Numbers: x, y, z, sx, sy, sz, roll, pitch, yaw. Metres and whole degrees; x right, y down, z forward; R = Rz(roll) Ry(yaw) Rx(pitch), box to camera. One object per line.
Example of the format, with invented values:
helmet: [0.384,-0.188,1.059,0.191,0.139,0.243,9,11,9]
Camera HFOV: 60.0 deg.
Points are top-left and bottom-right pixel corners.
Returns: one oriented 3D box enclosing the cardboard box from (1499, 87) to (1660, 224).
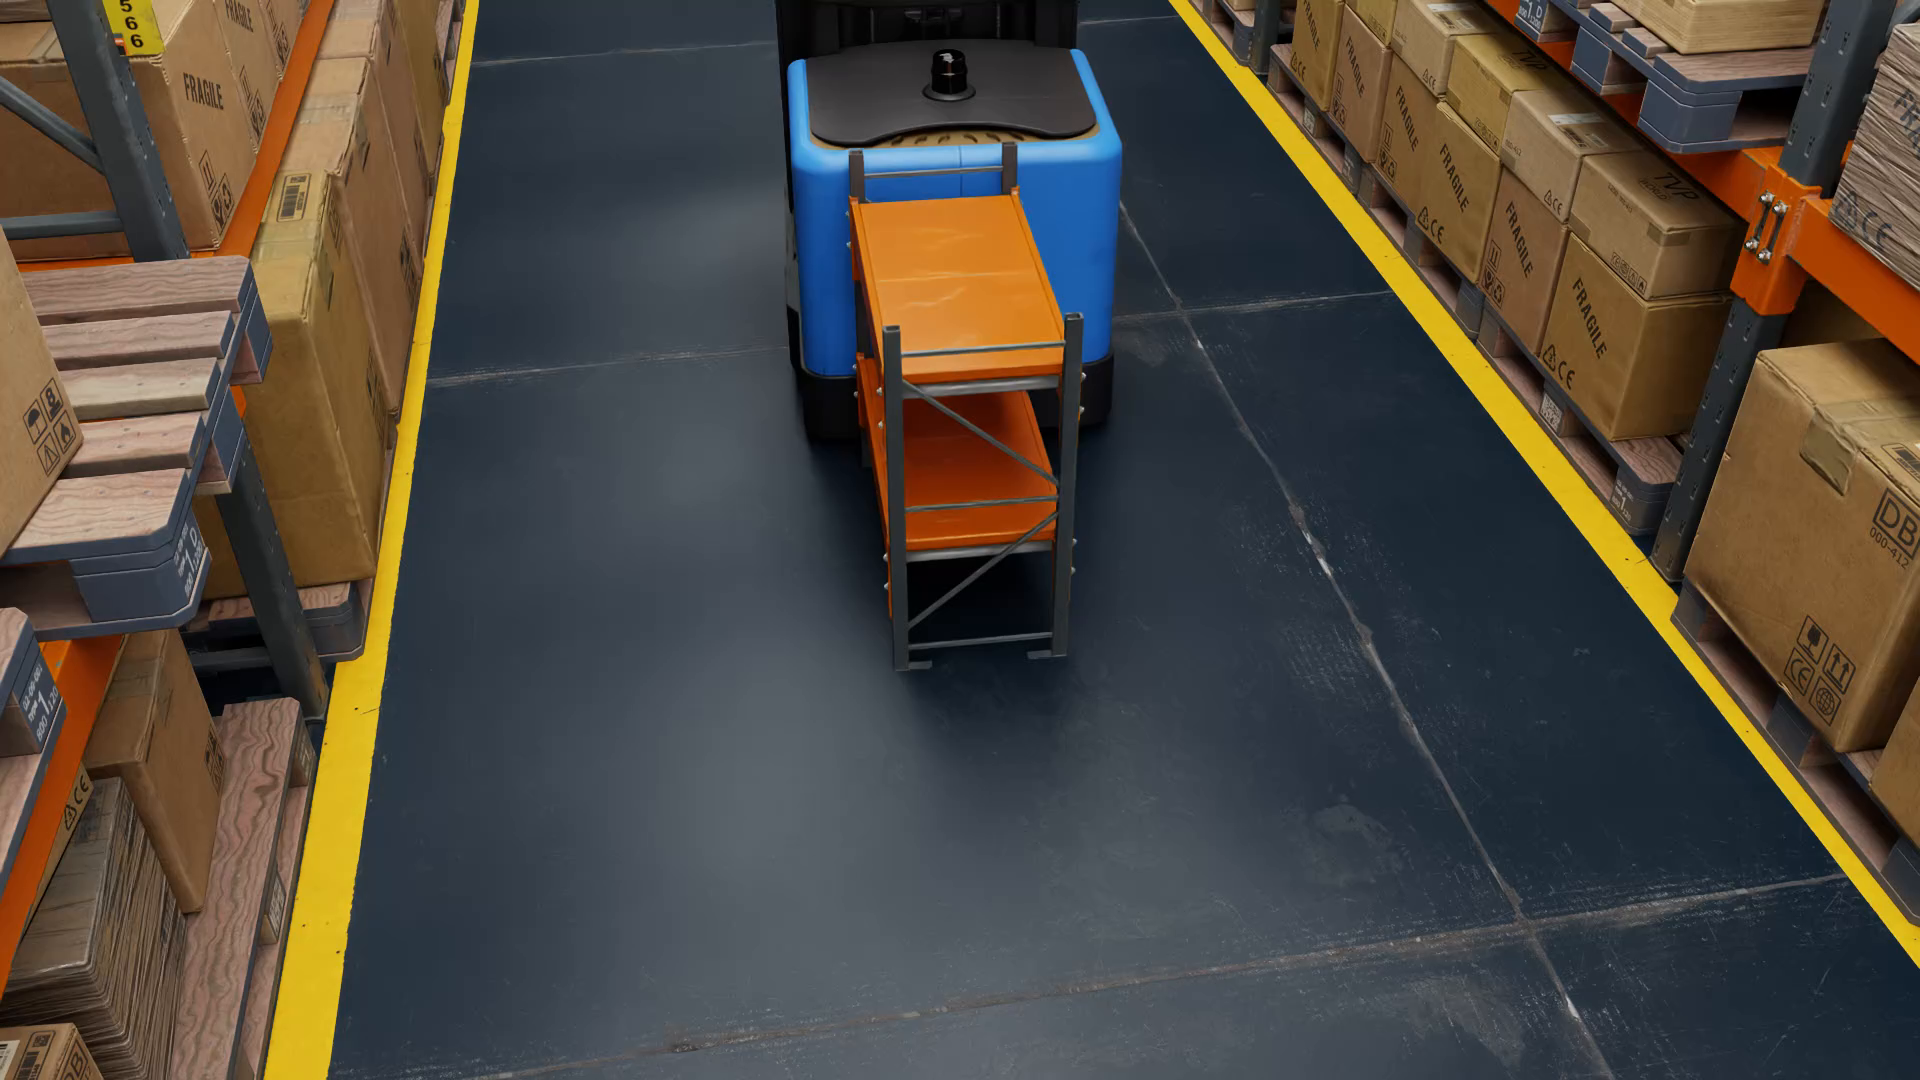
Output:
cardboard box: [2.163,-1.300,5.562,0.500,0.250,0.500,-6,38,-7]

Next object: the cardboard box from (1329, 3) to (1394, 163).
cardboard box: [1.902,-1.937,6.993,0.500,0.500,0.500,-5,38,-6]

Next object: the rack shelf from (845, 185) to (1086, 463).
rack shelf: [-0.010,-0.635,4.673,0.538,0.278,1.000,-5,38,-6]

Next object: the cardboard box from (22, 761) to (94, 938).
cardboard box: [-2.011,0.574,3.134,0.500,0.250,0.500,-2,38,-3]

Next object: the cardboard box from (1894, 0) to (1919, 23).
cardboard box: [2.760,-1.495,4.592,0.380,0.149,0.250,-7,38,-9]

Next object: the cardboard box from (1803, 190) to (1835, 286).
cardboard box: [2.758,-1.054,5.245,0.500,0.250,0.500,-8,39,-10]

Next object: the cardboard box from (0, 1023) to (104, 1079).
cardboard box: [-1.907,1.227,2.904,0.700,0.500,0.500,-3,38,-4]

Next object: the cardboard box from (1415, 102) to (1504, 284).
cardboard box: [2.071,-1.316,6.194,0.500,0.500,0.500,-8,39,-10]

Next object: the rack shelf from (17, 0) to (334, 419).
rack shelf: [-2.611,-1.588,5.435,1.077,0.370,4.000,-6,38,-8]

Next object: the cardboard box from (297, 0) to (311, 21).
cardboard box: [-2.350,-1.949,5.232,0.500,0.500,0.500,-6,38,-8]

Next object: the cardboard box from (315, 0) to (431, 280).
cardboard box: [-2.673,-1.483,6.103,1.225,0.875,0.875,-7,38,-10]

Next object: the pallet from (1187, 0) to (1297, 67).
pallet: [1.786,-2.853,8.750,1.003,0.211,1.213,-6,38,-8]

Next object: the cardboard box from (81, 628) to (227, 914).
cardboard box: [-2.123,0.552,3.773,0.700,0.500,0.500,-8,39,-10]

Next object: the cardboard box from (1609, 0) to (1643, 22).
cardboard box: [2.059,-1.602,4.729,0.380,0.149,0.250,-6,38,-8]

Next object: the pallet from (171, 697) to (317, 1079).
pallet: [-2.125,0.909,3.907,1.003,0.211,1.213,-6,38,-8]

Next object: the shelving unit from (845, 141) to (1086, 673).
shelving unit: [-0.010,-0.404,4.853,0.538,1.125,1.048,-5,38,-6]

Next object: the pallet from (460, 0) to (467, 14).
pallet: [-3.235,-3.185,9.177,1.003,0.211,1.213,-6,38,-8]

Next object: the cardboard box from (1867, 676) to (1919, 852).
cardboard box: [2.815,0.491,3.664,1.050,0.750,0.750,-6,38,-7]

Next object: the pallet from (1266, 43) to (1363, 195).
pallet: [2.077,-1.981,7.628,1.003,0.211,1.213,-6,38,-8]

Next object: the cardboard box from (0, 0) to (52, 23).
cardboard box: [-2.373,-1.543,3.892,0.797,0.503,0.637,-5,38,-6]

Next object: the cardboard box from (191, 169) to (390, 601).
cardboard box: [-2.361,-0.410,4.722,1.225,0.875,0.875,-8,39,-10]

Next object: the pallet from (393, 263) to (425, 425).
pallet: [-2.535,-0.782,6.085,1.003,0.211,1.213,-6,38,-8]

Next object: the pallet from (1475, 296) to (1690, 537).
pallet: [2.505,-0.507,5.731,1.003,0.211,1.213,-6,38,-8]

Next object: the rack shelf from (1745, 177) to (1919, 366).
rack shelf: [2.991,0.356,2.933,1.077,0.370,4.000,-6,38,-8]

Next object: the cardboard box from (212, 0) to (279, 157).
cardboard box: [-2.171,-1.337,4.445,0.500,0.500,0.500,-7,38,-9]

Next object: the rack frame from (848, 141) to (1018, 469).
rack frame: [-0.079,-0.713,5.250,0.500,1.125,0.032,-5,38,-6]

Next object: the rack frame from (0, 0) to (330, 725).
rack frame: [-2.261,-0.664,3.660,1.000,3.000,0.127,-6,38,-8]

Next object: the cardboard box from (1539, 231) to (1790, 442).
cardboard box: [2.267,-0.684,5.381,0.500,0.500,0.500,-6,38,-8]

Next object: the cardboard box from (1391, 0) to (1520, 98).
cardboard box: [1.989,-1.923,6.364,0.500,0.250,0.500,-5,38,-6]

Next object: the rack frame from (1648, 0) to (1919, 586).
rack frame: [2.640,-1.136,4.268,1.000,3.000,0.127,-6,38,-8]

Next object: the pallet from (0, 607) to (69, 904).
pallet: [-1.873,0.603,2.185,1.003,0.211,1.213,-6,38,-8]

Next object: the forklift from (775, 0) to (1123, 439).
forklift: [-0.145,-2.388,5.935,1.130,2.935,3.031,-4,38,-4]
